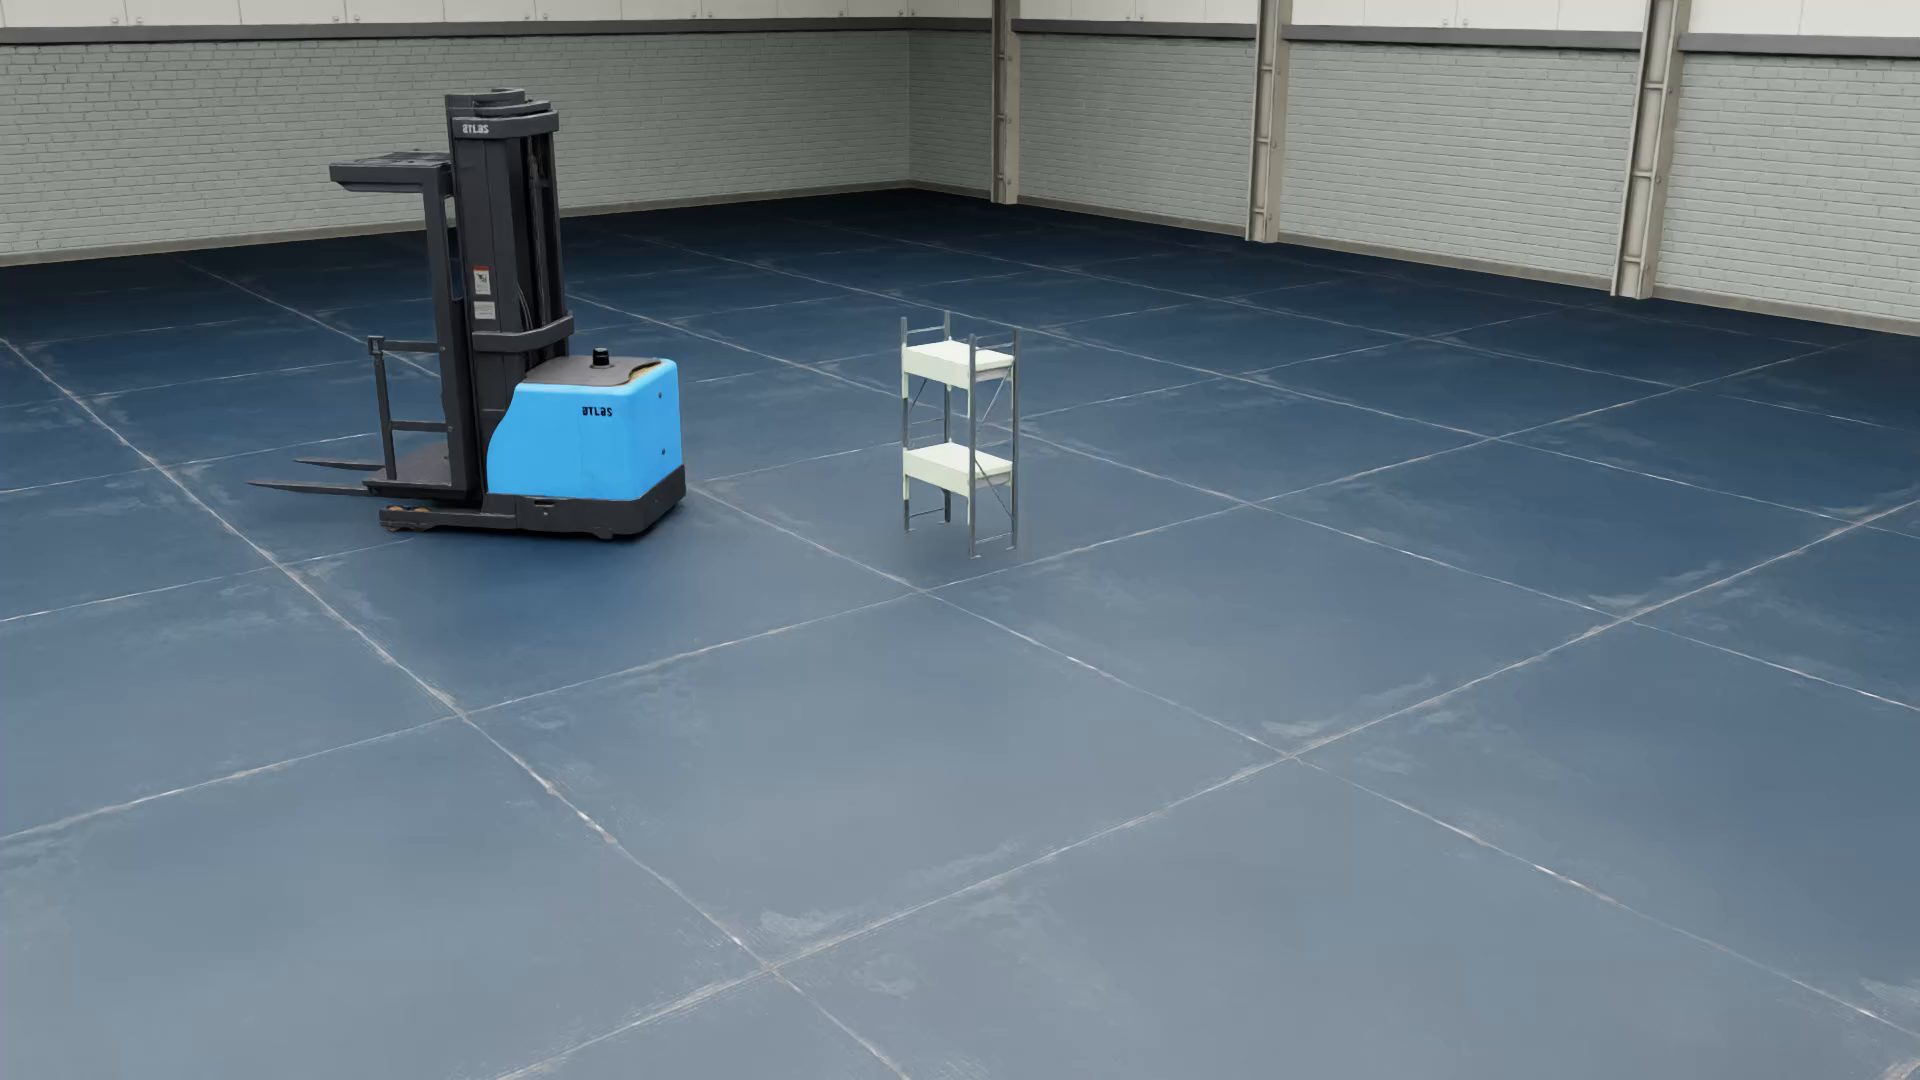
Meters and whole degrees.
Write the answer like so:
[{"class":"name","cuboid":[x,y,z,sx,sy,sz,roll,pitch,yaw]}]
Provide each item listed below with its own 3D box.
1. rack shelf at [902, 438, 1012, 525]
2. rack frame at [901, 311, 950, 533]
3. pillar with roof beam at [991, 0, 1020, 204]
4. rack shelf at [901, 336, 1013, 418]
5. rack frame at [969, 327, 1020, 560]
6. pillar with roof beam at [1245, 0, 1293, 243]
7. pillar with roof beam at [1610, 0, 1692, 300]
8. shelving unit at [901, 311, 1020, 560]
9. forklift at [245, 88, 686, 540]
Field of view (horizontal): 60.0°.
[{"class":"rack shelf","cuboid":[-0.004,-0.404,11.234,0.431,0.370,0.720,-14,23,-36]},{"class":"rack frame","cuboid":[-0.231,-0.804,11.404,0.400,1.500,0.023,-14,23,-36]},{"class":"pillar with roof beam","cuboid":[-2.589,-9.379,25.371,9.100,9.000,0.400,-14,23,-36]},{"class":"rack shelf","cuboid":[-0.004,-1.084,11.009,0.431,0.370,0.720,-14,23,-36]},{"class":"rack frame","cuboid":[0.223,-0.623,10.859,0.400,1.500,0.023,-14,23,-36]},{"class":"pillar with roof beam","cuboid":[1.137,-7.901,20.907,9.100,9.000,0.400,-14,23,-36]},{"class":"pillar with roof beam","cuboid":[4.862,-6.422,16.442,9.100,9.000,0.400,-14,23,-36]},{"class":"shelving unit","cuboid":[-0.004,-0.714,11.132,0.431,1.500,0.755,-14,23,-36]},{"class":"forklift","cuboid":[-3.567,-1.604,11.545,3.031,2.935,1.130,3,19,10]}]
